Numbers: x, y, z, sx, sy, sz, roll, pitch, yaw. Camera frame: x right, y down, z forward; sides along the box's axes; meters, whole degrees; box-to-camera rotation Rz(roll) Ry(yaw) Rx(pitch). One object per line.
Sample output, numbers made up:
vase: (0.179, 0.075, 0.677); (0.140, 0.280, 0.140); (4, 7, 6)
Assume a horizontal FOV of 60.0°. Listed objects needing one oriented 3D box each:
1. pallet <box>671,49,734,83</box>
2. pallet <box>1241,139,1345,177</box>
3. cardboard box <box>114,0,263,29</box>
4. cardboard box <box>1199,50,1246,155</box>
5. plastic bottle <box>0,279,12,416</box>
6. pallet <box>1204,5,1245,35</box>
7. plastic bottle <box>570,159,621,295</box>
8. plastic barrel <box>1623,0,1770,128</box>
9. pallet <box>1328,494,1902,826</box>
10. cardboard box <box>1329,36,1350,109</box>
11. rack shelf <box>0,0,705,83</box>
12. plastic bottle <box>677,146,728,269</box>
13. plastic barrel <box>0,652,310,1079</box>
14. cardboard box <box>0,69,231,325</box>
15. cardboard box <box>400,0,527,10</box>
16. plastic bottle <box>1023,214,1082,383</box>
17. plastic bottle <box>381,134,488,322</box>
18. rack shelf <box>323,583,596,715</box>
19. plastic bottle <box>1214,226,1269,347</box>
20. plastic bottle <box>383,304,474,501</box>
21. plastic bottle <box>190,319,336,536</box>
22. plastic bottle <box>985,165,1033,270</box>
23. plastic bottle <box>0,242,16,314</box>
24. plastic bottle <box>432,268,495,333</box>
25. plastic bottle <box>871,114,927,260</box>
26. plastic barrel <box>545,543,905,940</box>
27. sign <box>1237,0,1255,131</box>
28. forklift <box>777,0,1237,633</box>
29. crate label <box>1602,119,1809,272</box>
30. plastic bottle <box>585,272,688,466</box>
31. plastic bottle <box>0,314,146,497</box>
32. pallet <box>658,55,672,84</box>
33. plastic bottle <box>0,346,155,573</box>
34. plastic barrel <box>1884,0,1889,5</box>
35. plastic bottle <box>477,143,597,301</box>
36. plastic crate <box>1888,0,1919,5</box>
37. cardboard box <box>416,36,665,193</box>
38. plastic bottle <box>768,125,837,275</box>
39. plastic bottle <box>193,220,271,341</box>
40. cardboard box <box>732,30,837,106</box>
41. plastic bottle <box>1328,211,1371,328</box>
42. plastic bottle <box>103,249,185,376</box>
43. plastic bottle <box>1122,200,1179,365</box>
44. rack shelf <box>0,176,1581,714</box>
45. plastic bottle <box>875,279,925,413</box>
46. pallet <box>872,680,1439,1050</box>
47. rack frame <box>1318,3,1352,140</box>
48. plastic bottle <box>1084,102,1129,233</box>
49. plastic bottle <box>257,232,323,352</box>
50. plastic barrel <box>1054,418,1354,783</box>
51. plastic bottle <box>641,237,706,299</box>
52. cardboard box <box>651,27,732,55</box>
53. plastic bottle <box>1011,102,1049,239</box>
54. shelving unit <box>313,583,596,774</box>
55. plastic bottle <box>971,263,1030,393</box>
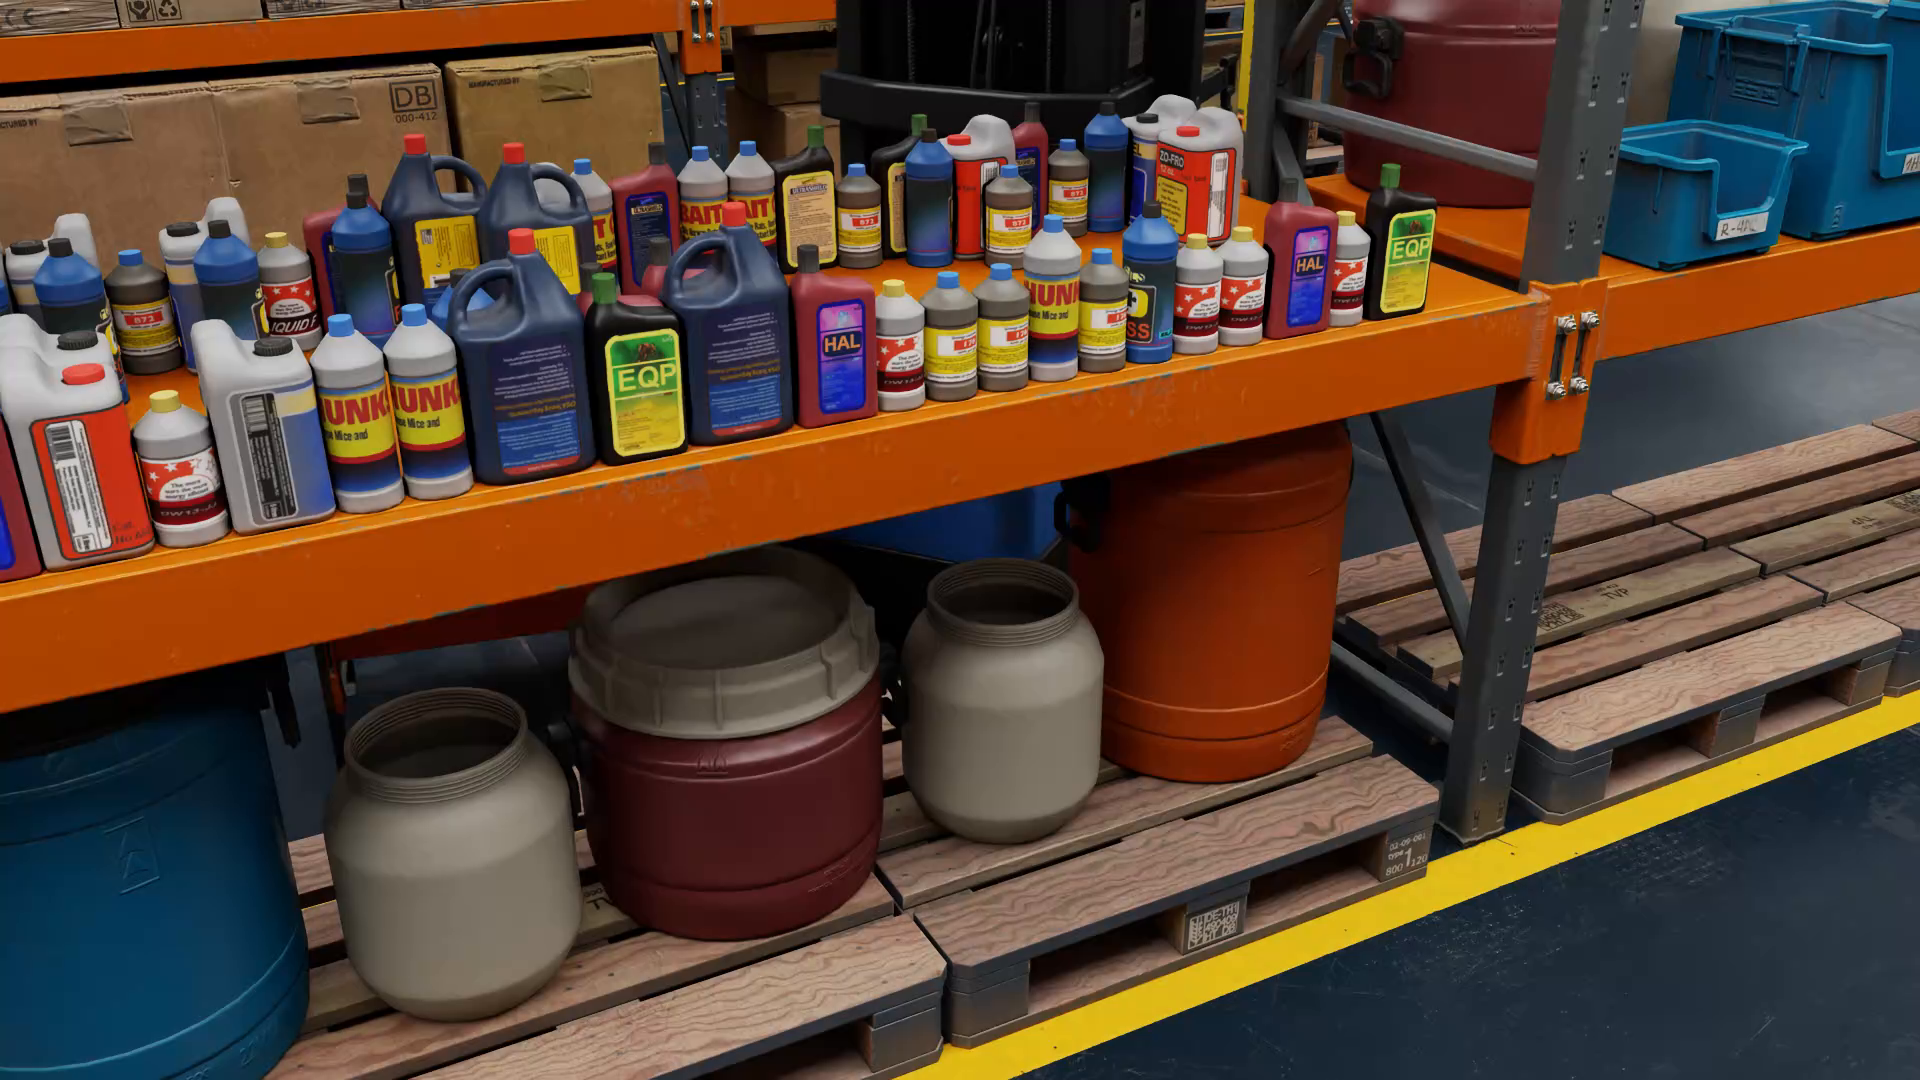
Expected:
pallet: (-1.803, -3.781, 12.882); (1.213, 0.211, 1.003); (-13, 29, -25)
pallet: (1.479, -2.143, 9.470); (1.213, 0.211, 1.003); (-13, 29, -25)
cardboard box: (-3.032, -2.285, 6.429); (0.500, 0.500, 0.500); (-12, 28, -24)
cardboard box: (1.184, -2.424, 9.213); (0.500, 0.500, 0.700); (-13, 29, -25)
plastic bottle: (-1.525, -0.318, 2.595); (0.097, 0.271, 0.097); (0, 26, 0)
pallet: (1.706, -4.593, 14.572); (1.213, 0.211, 1.003); (-13, 29, -25)
plastic bottle: (-0.702, -0.582, 3.146); (0.097, 0.271, 0.097); (0, 26, 0)
plastic barrel: (1.774, -1.195, 4.144); (0.421, 0.512, 0.421); (0, 26, 0)
pallet: (1.668, 0.261, 4.463); (1.213, 0.211, 1.003); (-13, 29, -25)
cardboard box: (2.537, -2.688, 9.786); (0.500, 0.500, 0.500); (-14, 29, -27)
rack shelf: (-3.129, -2.013, 6.809); (4.000, 0.370, 1.077); (-13, 29, -25)
plastic bottle: (-0.498, -0.629, 3.244); (0.097, 0.271, 0.097); (0, 26, 0)
plastic barrel: (-1.450, 0.469, 2.746); (0.708, 0.901, 0.600); (-13, 29, -25)
cardboard box: (-3.550, -1.482, 6.841); (0.875, 0.875, 1.225); (-14, 29, -27)
cardboard box: (-2.126, -2.496, 6.867); (0.500, 0.500, 0.500); (-13, 29, -26)
plastic bottle: (0.153, -0.407, 2.781); (0.097, 0.271, 0.097); (0, 26, 0)
plastic bottle: (-0.934, -0.553, 2.993); (0.185, 0.351, 0.144); (-13, 29, -25)
rack shelf: (-1.083, 0.123, 4.259); (1.000, 0.278, 0.538); (-7, 27, -15)
plastic bottle: (0.496, -0.455, 2.962); (0.097, 0.201, 0.097); (0, 26, 0)
plastic bottle: (-0.752, -0.198, 2.346); (0.097, 0.271, 0.097); (0, 26, 0)
plastic bottle: (-0.954, -0.167, 2.276); (0.135, 0.276, 0.152); (-13, 29, -25)
plastic bottle: (0.099, -0.661, 3.391); (0.097, 0.201, 0.097); (0, 26, 0)
plastic bottle: (-1.600, -0.364, 2.685); (0.135, 0.276, 0.152); (-13, 29, -25)
plastic bottle: (-0.734, -0.273, 2.502); (0.097, 0.271, 0.097); (0, 26, 0)
plastic bottle: (-0.115, -0.732, 3.444); (0.133, 0.283, 0.061); (-13, 29, -25)
plastic barrel: (-0.454, 0.381, 3.293); (0.708, 0.588, 0.600); (-13, 29, -25)
sign: (0.701, -1.136, 3.961); (0.005, 0.325, 0.100); (-13, 29, -25)
forklift: (0.305, -1.632, 5.263); (1.130, 2.935, 3.031); (11, 28, 21)
crate label: (1.515, -0.721, 3.479); (0.416, 0.233, 0.303); (-13, 29, -25)
plastic bottle: (-0.479, -0.258, 2.456); (0.133, 0.283, 0.061); (-13, 29, -25)
plastic bottle: (-1.230, -0.178, 2.299); (0.135, 0.276, 0.152); (-13, 29, -25)
pallet: (-2.878, -3.535, 12.368); (1.213, 0.211, 1.003); (-13, 29, -25)
plastic bottle: (-1.158, -0.120, 2.178); (0.135, 0.276, 0.152); (-13, 29, -25)
plastic barrel: (2.519, -1.381, 4.503); (0.433, 0.535, 0.433); (0, 26, 0)
plastic bottle: (-0.744, -0.522, 2.929); (0.185, 0.351, 0.144); (-13, 29, -25)
plastic crate: (2.536, -1.094, 3.990); (0.583, 0.464, 0.402); (-13, 29, -25)
cardboard box: (-1.983, -1.844, 7.594); (0.875, 0.875, 1.225); (-14, 29, -27)
plastic bottle: (-0.319, -0.685, 3.346); (0.133, 0.283, 0.061); (-13, 29, -25)
plastic bottle: (-1.201, -0.392, 2.750); (0.097, 0.271, 0.097); (0, 26, 0)
cardboard box: (-0.787, -2.302, 8.093); (0.500, 0.250, 0.500); (-12, 28, -23)
plastic bottle: (0.700, -0.502, 3.059); (0.097, 0.201, 0.097); (0, 26, 0)
plastic bottle: (-1.392, -0.391, 2.829); (0.097, 0.201, 0.097); (0, 26, 0)
plastic bottle: (0.325, -0.447, 2.864); (0.097, 0.271, 0.097); (0, 26, 0)
rack shelf: (-0.798, -0.122, 2.869); (4.000, 0.370, 1.077); (-13, 29, -25)
plastic bottle: (-0.105, -0.316, 2.672); (0.097, 0.201, 0.097); (0, 26, 0)
pallet: (0.290, 0.580, 3.798); (1.213, 0.211, 1.003); (-13, 29, -25)
rack frame: (2.165, -3.560, 9.198); (0.127, 3.000, 1.000); (-13, 29, -25)
plastic bottle: (0.317, -0.818, 3.636); (0.097, 0.271, 0.097); (0, 26, 0)
plastic bottle: (-1.187, -0.439, 2.928); (0.097, 0.201, 0.097); (0, 26, 0)
plastic barrel: (0.543, 0.042, 3.720); (0.708, 0.830, 0.600); (-13, 29, -25)
plastic bottle: (-0.429, -0.340, 2.628); (0.133, 0.283, 0.061); (-13, 29, -25)
cardboard box: (-2.259, -4.104, 12.446); (0.750, 0.750, 1.050); (-13, 28, -24)
plastic bottle: (0.121, -0.787, 3.557); (0.133, 0.283, 0.061); (-13, 29, -25)
shelving unit: (-1.083, -0.098, 4.153); (1.048, 1.125, 0.538); (-7, 27, -15)
plastic bottle: (0.067, -0.356, 2.755); (0.097, 0.201, 0.097); (0, 26, 0)
